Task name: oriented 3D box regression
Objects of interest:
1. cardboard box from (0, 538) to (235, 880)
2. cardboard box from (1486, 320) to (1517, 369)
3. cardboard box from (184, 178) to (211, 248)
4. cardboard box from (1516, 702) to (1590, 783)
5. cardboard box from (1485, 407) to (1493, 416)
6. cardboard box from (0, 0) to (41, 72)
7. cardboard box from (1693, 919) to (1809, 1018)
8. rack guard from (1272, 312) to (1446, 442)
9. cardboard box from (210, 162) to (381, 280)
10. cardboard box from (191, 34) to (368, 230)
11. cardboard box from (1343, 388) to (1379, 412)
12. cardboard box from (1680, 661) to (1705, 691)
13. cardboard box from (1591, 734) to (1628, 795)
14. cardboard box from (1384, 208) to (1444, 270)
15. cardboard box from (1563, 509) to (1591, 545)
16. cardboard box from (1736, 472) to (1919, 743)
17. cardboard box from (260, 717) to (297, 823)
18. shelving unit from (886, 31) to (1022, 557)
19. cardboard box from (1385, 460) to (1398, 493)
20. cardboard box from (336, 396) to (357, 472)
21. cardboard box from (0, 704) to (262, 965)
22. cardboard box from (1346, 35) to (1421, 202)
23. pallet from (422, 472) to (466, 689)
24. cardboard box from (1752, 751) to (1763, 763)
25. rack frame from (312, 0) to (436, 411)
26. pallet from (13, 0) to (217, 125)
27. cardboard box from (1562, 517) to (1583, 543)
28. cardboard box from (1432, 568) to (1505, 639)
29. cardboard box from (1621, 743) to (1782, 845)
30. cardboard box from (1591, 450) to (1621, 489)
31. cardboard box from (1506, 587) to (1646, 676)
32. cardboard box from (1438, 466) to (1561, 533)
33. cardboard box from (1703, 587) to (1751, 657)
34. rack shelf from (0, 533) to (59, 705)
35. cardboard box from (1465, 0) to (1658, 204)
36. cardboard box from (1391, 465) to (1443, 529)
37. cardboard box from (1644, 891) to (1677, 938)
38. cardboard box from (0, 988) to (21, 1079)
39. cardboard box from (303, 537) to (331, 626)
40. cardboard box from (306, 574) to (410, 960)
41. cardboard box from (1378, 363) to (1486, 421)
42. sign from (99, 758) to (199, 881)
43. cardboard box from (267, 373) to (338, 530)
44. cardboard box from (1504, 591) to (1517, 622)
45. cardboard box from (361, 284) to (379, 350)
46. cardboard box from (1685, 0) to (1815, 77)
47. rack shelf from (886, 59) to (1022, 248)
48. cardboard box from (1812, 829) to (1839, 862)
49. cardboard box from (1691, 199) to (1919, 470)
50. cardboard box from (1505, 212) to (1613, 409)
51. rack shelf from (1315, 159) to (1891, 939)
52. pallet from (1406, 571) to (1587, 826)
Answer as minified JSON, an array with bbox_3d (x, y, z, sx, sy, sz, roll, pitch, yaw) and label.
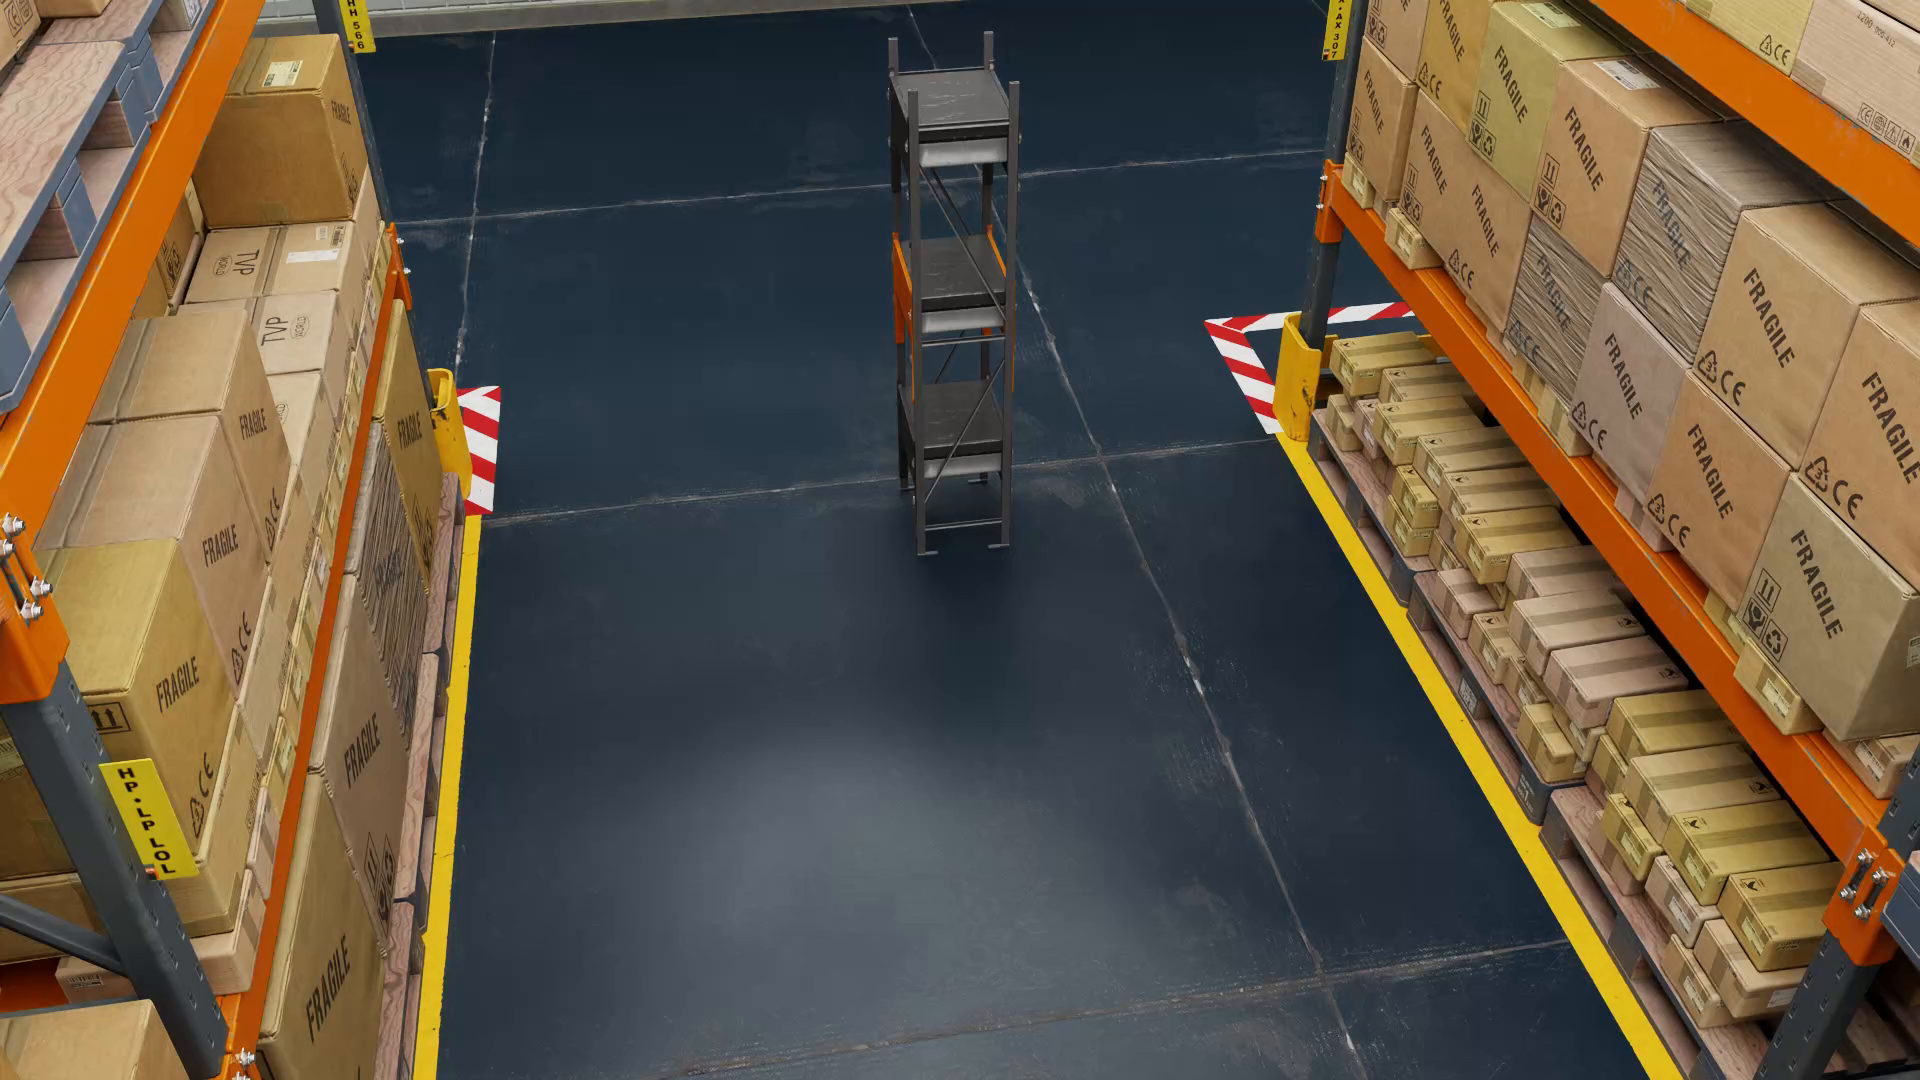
[{"bbox_3d":[-1.937,0.365,3.604,0.500,0.500,0.500,-6,38,-8],"label":"cardboard box"},{"bbox_3d":[2.128,-0.744,5.968,0.380,0.149,0.250,-7,38,-9],"label":"cardboard box"},{"bbox_3d":[-2.988,-1.119,6.125,0.500,0.250,0.500,-7,38,-9],"label":"cardboard box"},{"bbox_3d":[2.211,0.698,5.888,0.380,0.149,0.250,-6,38,-8],"label":"cardboard box"},{"bbox_3d":[2.425,-0.677,7.173,0.380,0.149,0.250,-6,38,-7],"label":"cardboard box"},{"bbox_3d":[-2.391,-1.185,3.380,0.700,0.500,0.500,-4,38,-6],"label":"cardboard box"},{"bbox_3d":[2.428,1.250,4.935,0.380,0.149,0.250,-6,38,-7],"label":"cardboard box"},{"bbox_3d":[2.108,-0.819,7.897,1.175,0.500,0.348,-6,38,-8],"label":"rack guard"},{"bbox_3d":[-2.460,-1.174,6.196,0.500,0.250,0.500,-7,38,-9],"label":"cardboard box"},{"bbox_3d":[-2.462,-1.468,5.963,0.500,0.500,0.500,-6,38,-7],"label":"cardboard box"},{"bbox_3d":[1.934,-0.666,7.401,0.380,0.149,0.250,-5,38,-6],"label":"cardboard box"},{"bbox_3d":[2.767,0.534,5.856,0.380,0.149,0.250,-5,38,-6],"label":"cardboard box"},{"bbox_3d":[2.357,0.766,5.558,0.380,0.149,0.250,-6,38,-8],"label":"cardboard box"},{"bbox_3d":[1.909,-1.205,6.560,0.380,0.149,0.250,-7,38,-9],"label":"cardboard box"},{"bbox_3d":[2.665,-0.097,6.668,0.380,0.149,0.250,-6,38,-7],"label":"cardboard box"},{"bbox_3d":[2.433,0.145,4.294,0.500,0.500,0.500,-6,38,-8],"label":"cardboard box"},{"bbox_3d":[-1.922,0.603,4.233,0.380,0.149,0.250,-5,38,-6],"label":"cardboard box"},{"bbox_3d":[-0.029,-0.929,6.735,0.431,2.100,0.503,-6,38,-8],"label":"shelving unit"},{"bbox_3d":[2.049,-0.243,7.099,0.380,0.149,0.250,-6,38,-7],"label":"cardboard box"},{"bbox_3d":[-2.193,-0.328,5.432,0.380,0.149,0.250,-6,38,-8],"label":"cardboard box"},{"bbox_3d":[-1.929,0.666,3.828,0.500,0.250,0.500,-7,38,-9],"label":"cardboard box"},{"bbox_3d":[1.902,-1.708,6.680,0.500,0.500,0.500,-5,38,-6],"label":"cardboard box"},{"bbox_3d":[-2.589,0.196,6.826,1.003,0.211,1.213,-6,38,-8],"label":"pallet"},{"bbox_3d":[2.789,0.583,5.551,0.380,0.149,0.250,-7,38,-9],"label":"cardboard box"},{"bbox_3d":[-2.806,-1.380,6.581,1.000,3.000,0.127,-6,38,-8],"label":"rack frame"},{"bbox_3d":[-2.448,-1.344,4.162,1.003,0.211,1.213,-6,38,-8],"label":"pallet"},{"bbox_3d":[2.662,0.012,6.772,0.380,0.149,0.250,-8,39,-10],"label":"cardboard box"},{"bbox_3d":[2.082,0.227,6.494,0.380,0.149,0.250,-8,39,-10],"label":"cardboard box"},{"bbox_3d":[2.343,0.802,5.269,0.380,0.149,0.250,-7,38,-8],"label":"cardboard box"},{"bbox_3d":[2.285,-0.275,5.364,0.380,0.149,0.250,-7,38,-9],"label":"cardboard box"},{"bbox_3d":[2.177,0.322,5.887,0.380,0.149,0.250,-8,38,-10],"label":"cardboard box"},{"bbox_3d":[2.101,-0.145,6.489,0.380,0.149,0.250,-5,38,-6],"label":"cardboard box"},{"bbox_3d":[2.375,0.204,4.747,0.380,0.149,0.250,-5,38,-6],"label":"cardboard box"},{"bbox_3d":[-1.754,1.344,1.217,1.077,0.370,4.000,-6,38,-8],"label":"rack shelf"},{"bbox_3d":[2.076,-1.484,5.576,0.500,0.500,0.500,-7,38,-9],"label":"cardboard box"},{"bbox_3d":[1.995,-0.189,6.788,0.380,0.149,0.250,-5,38,-7],"label":"cardboard box"},{"bbox_3d":[2.429,1.158,5.296,0.380,0.149,0.250,-5,38,-7],"label":"cardboard box"},{"bbox_3d":[-1.984,0.985,2.637,0.797,0.503,0.637,-7,38,-9],"label":"cardboard box"},{"bbox_3d":[-2.057,0.138,4.832,0.380,0.149,0.250,-6,38,-7],"label":"cardboard box"},{"bbox_3d":[-2.299,0.759,5.218,0.875,0.875,0.875,-6,38,-8],"label":"cardboard box"},{"bbox_3d":[2.019,-0.621,7.100,0.380,0.149,0.250,-6,38,-7],"label":"cardboard box"},{"bbox_3d":[-1.572,0.546,3.223,0.100,0.325,0.005,-6,38,-8],"label":"sign"},{"bbox_3d":[-2.186,-0.246,5.001,0.500,0.250,0.500,-6,38,-8],"label":"cardboard box"},{"bbox_3d":[2.261,0.284,6.178,0.380,0.149,0.250,-5,38,-6],"label":"cardboard box"},{"bbox_3d":[-2.329,-0.792,6.029,0.380,0.149,0.250,-6,38,-8],"label":"cardboard box"},{"bbox_3d":[2.279,-1.438,4.334,0.500,0.250,0.500,-7,38,-9],"label":"cardboard box"},{"bbox_3d":[-0.029,-1.471,6.313,0.431,0.518,0.480,-6,38,-8],"label":"rack shelf"},{"bbox_3d":[2.915,1.010,5.244,0.380,0.149,0.250,-6,38,-8],"label":"cardboard box"},{"bbox_3d":[2.352,-0.555,4.380,0.500,0.500,0.500,-7,38,-9],"label":"cardboard box"},{"bbox_3d":[2.189,-0.783,5.489,0.500,0.500,0.500,-7,38,-9],"label":"cardboard box"},{"bbox_3d":[2.446,-0.360,5.855,1.077,0.370,4.000,-6,38,-8],"label":"rack shelf"},{"bbox_3d":[2.426,0.525,6.403,1.003,0.211,1.213,-6,38,-8],"label":"pallet"}]
